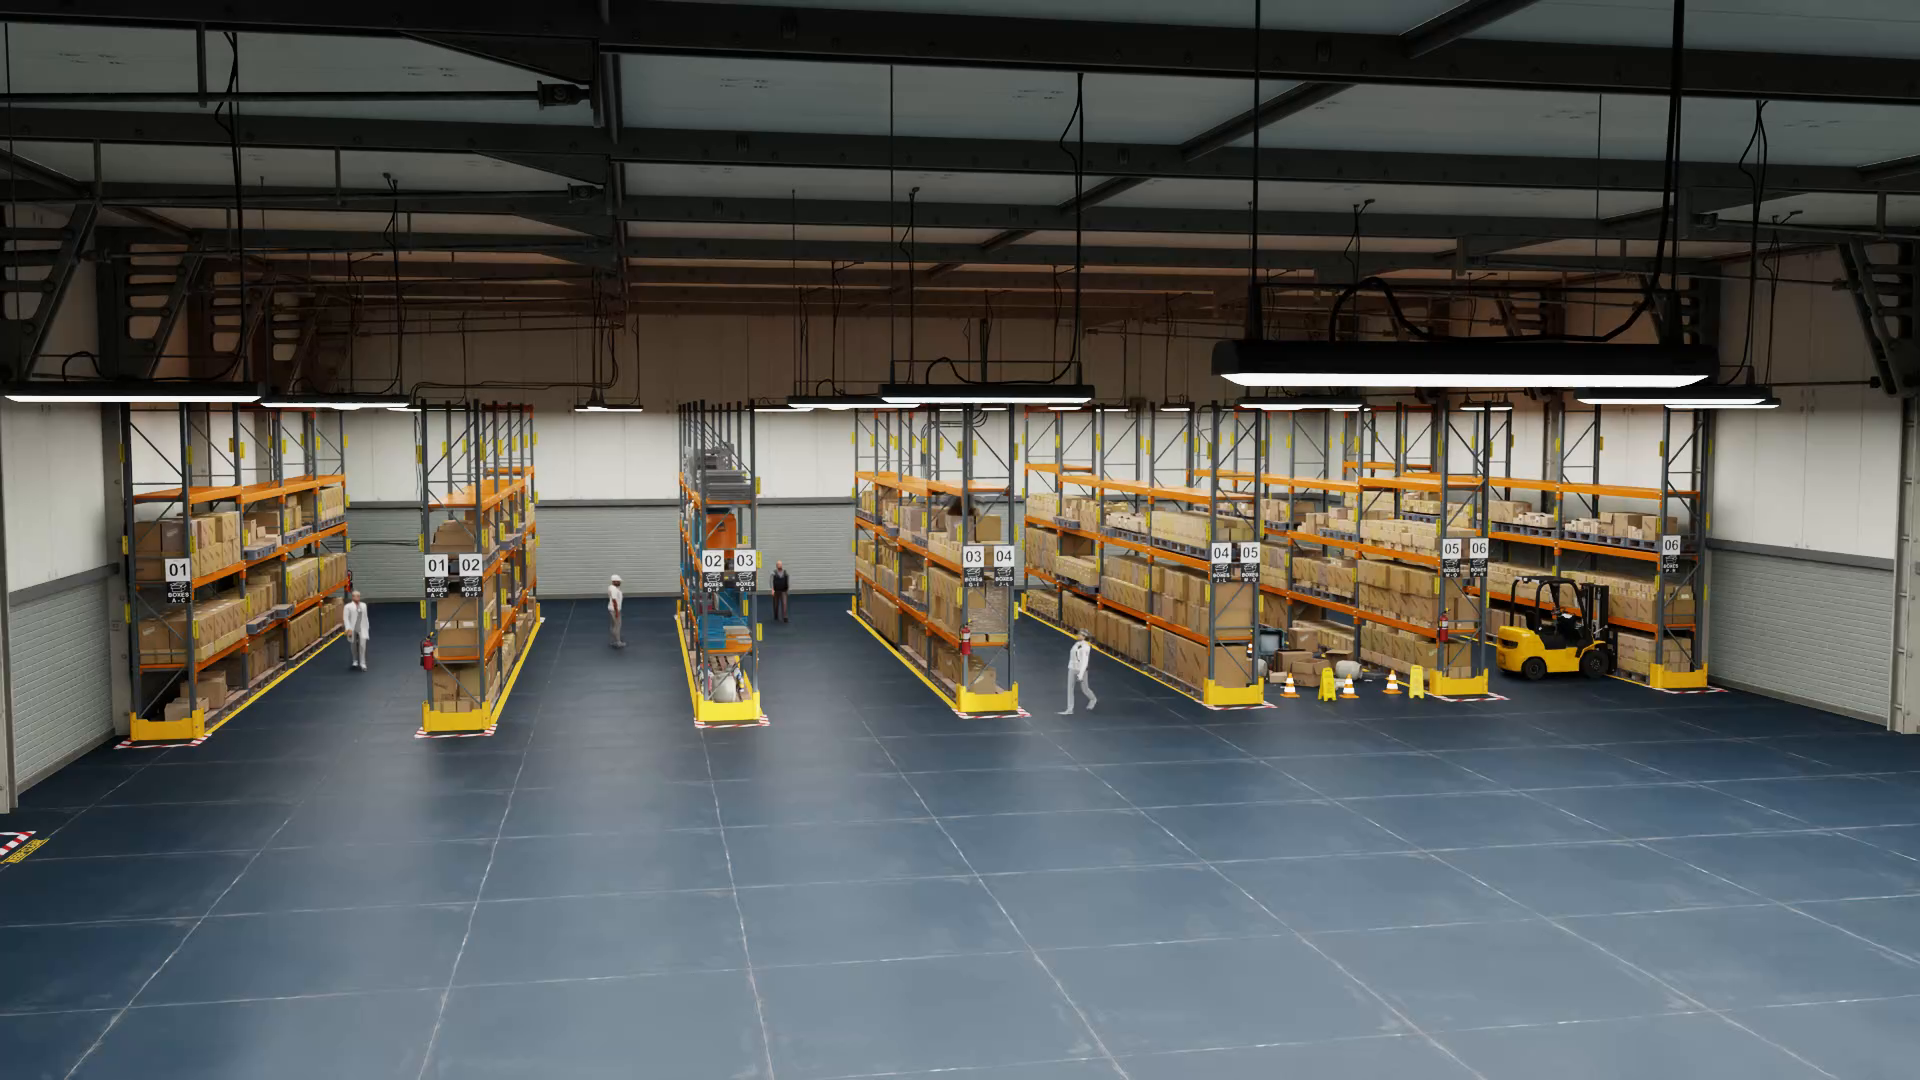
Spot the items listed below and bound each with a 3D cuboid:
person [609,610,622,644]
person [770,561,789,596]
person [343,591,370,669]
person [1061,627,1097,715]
[{"bbox_3d":[-8.495,2.083,41.006,0.280,0.957,0.412,-1,4,-17],"label":"person"},{"bbox_3d":[-4.953,1.087,45.764,0.564,1.004,0.489,-1,4,-14],"label":"person"},{"bbox_3d":[-13.561,2.024,37.351,0.548,1.725,1.088,-1,5,-17],"label":"person"},{"bbox_3d":[2.298,2.492,31.788,0.431,1.655,0.866,3,5,32],"label":"person"}]
